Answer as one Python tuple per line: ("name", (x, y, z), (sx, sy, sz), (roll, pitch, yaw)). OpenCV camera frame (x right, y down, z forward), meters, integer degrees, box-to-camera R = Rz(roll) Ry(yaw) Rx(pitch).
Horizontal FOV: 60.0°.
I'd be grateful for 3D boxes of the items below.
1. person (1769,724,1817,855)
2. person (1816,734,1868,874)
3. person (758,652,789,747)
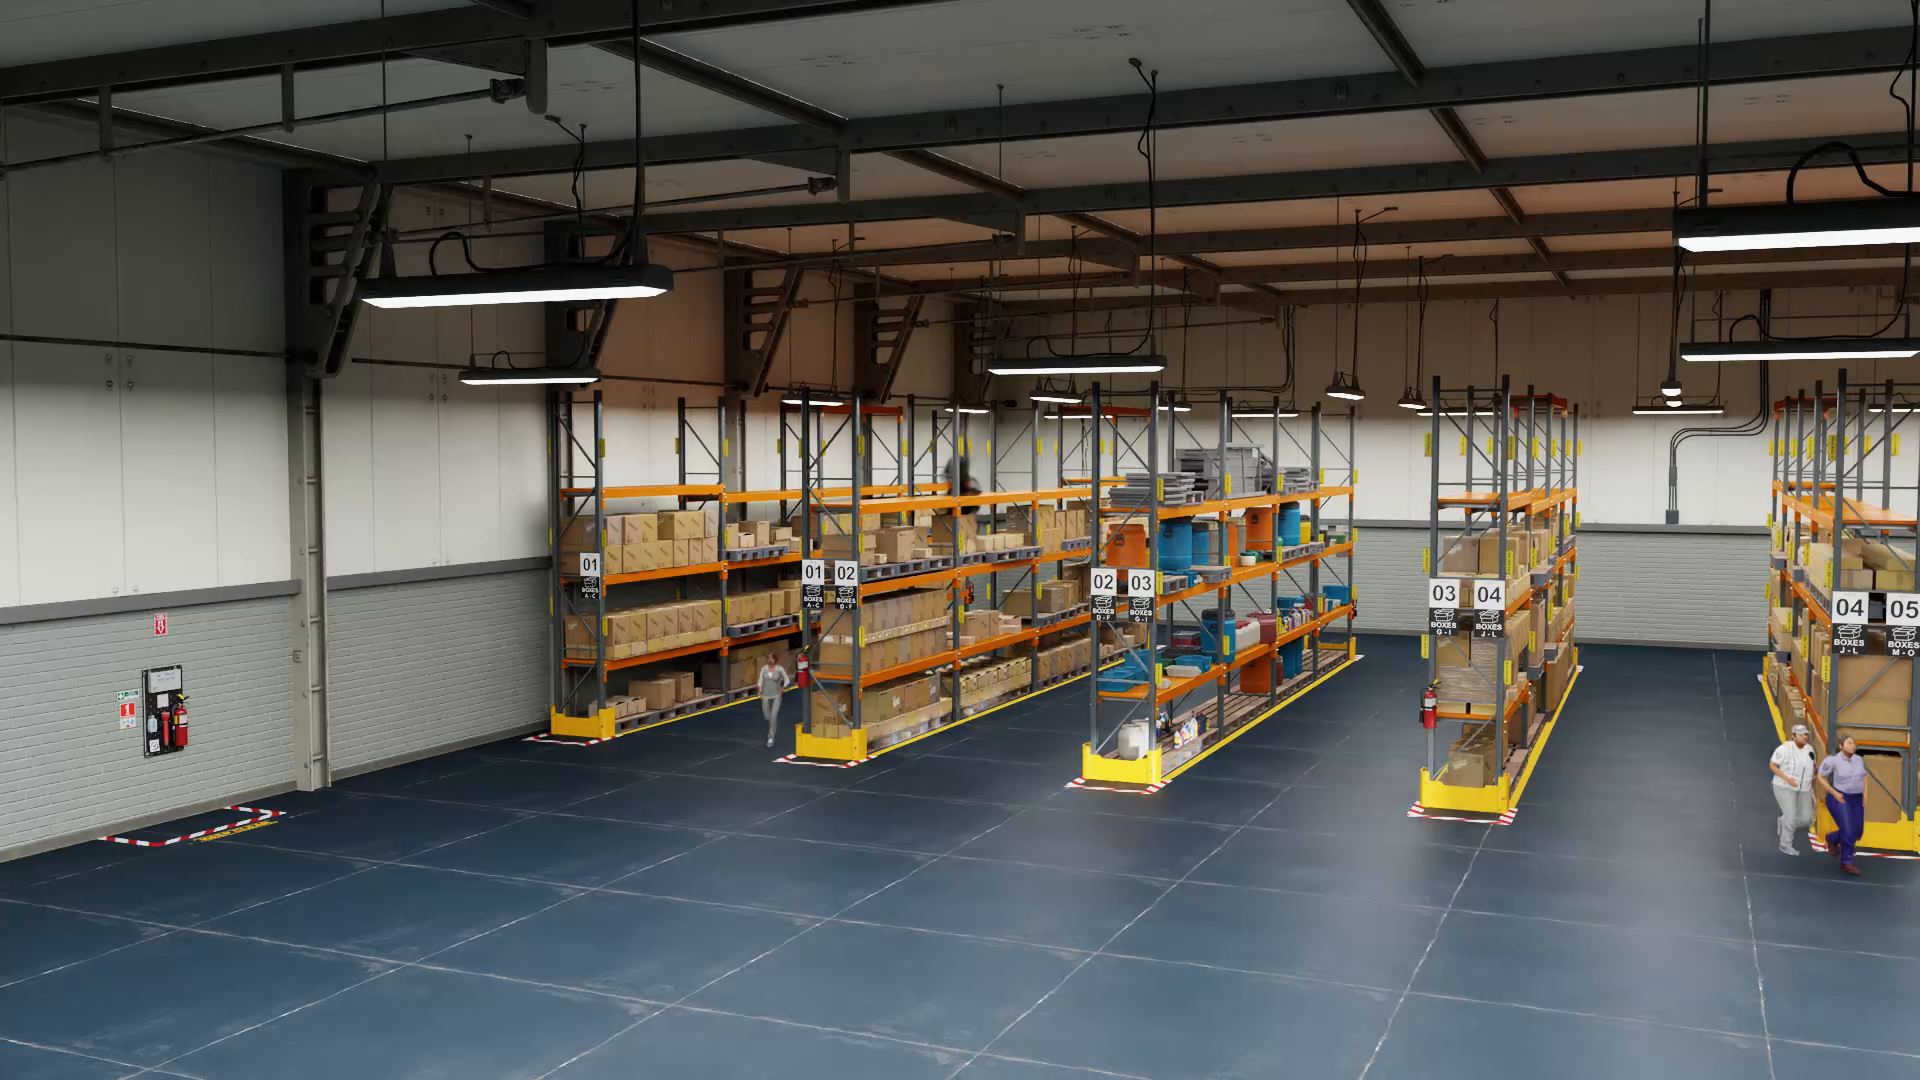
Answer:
("person", (10.333, 3.078, 20.606), (0.633, 1.618, 0.621), (0, 3, -5))
("person", (10.485, 3.100, 19.762), (0.622, 1.606, 0.681), (-1, 3, -11))
("person", (-3.167, 2.682, 28.188), (0.536, 1.561, 0.664), (0, 3, 6))
